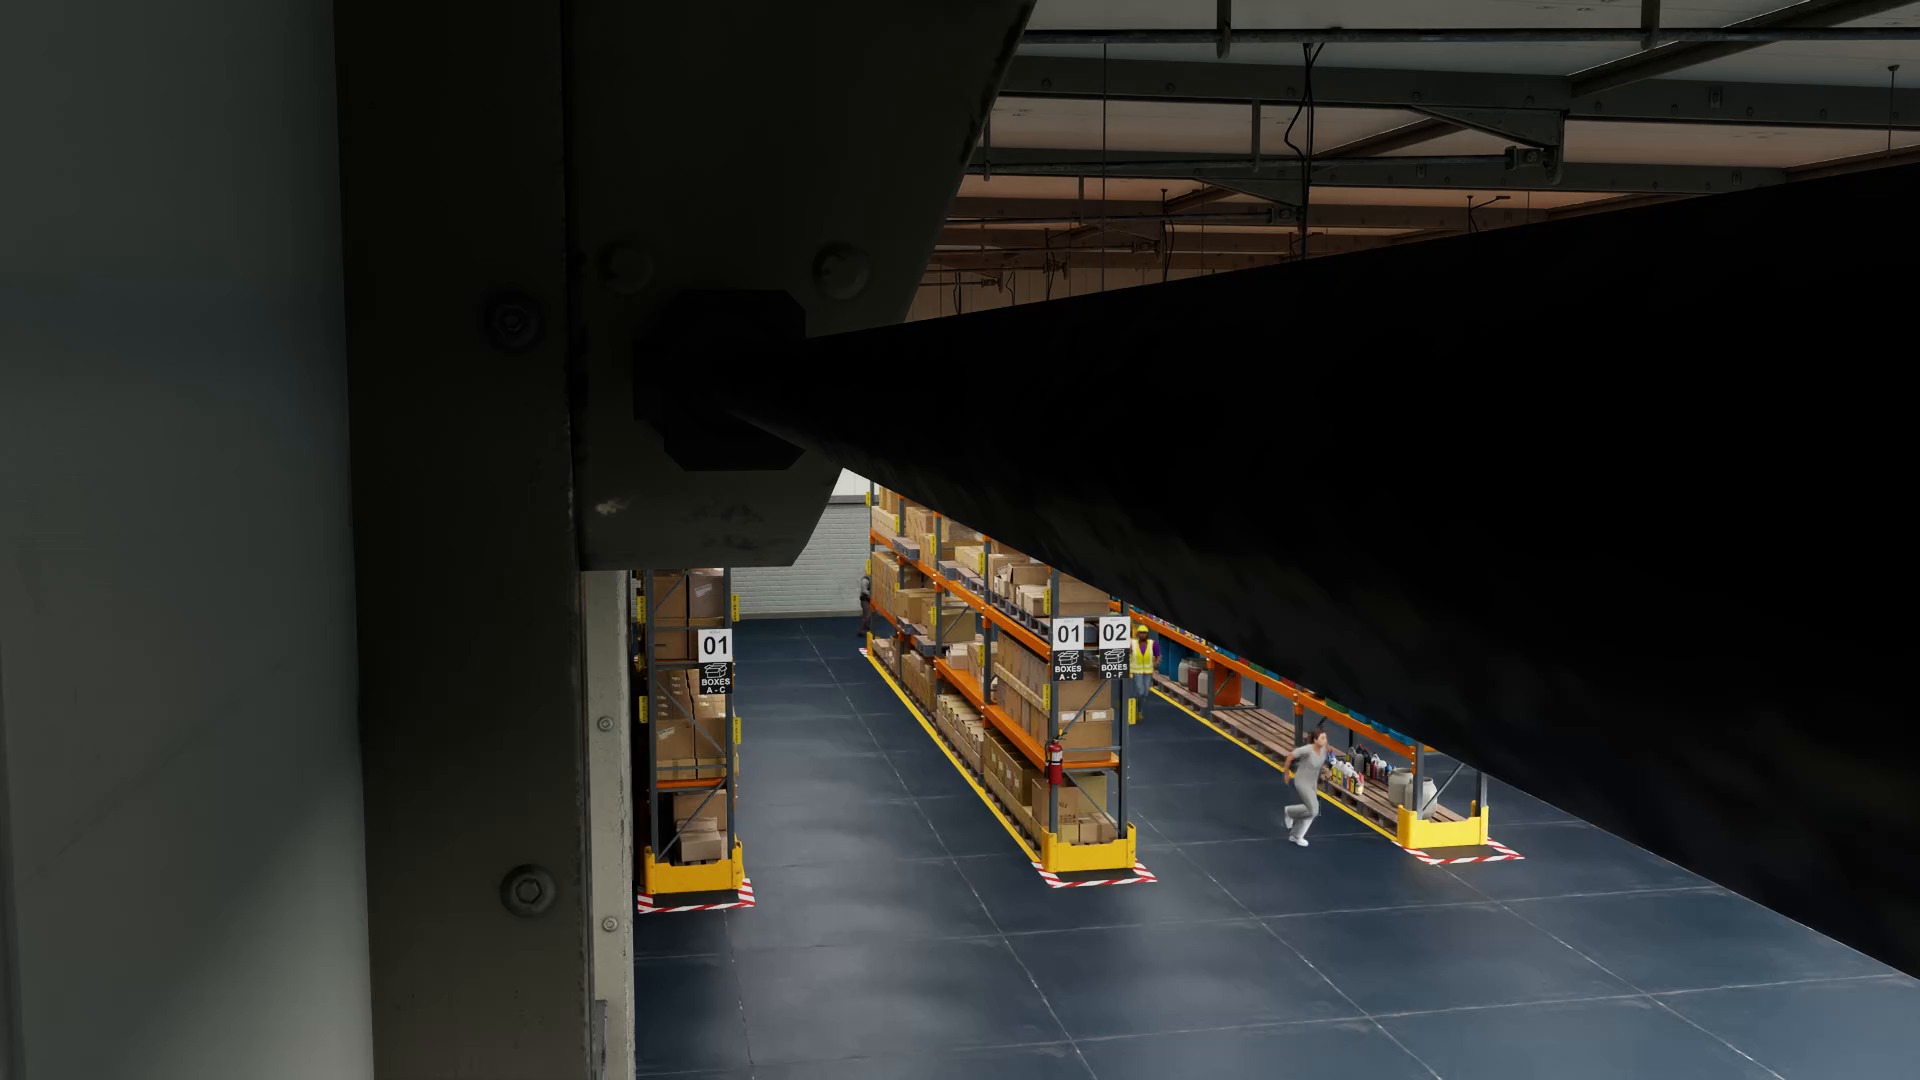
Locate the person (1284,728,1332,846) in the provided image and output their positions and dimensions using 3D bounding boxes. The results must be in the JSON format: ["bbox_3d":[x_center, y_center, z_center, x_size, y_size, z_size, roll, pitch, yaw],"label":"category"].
[{"bbox_3d":[4.610,3.257,22.004,0.553,1.597,0.686,-5,8,-42],"label":"person"}]

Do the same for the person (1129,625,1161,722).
[{"bbox_3d":[3.252,2.381,29.541,0.670,1.753,0.664,-1,6,-8],"label":"person"}]

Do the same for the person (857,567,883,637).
[{"bbox_3d":[-2.090,1.431,38.815,0.719,1.678,0.633,3,7,27],"label":"person"}]
